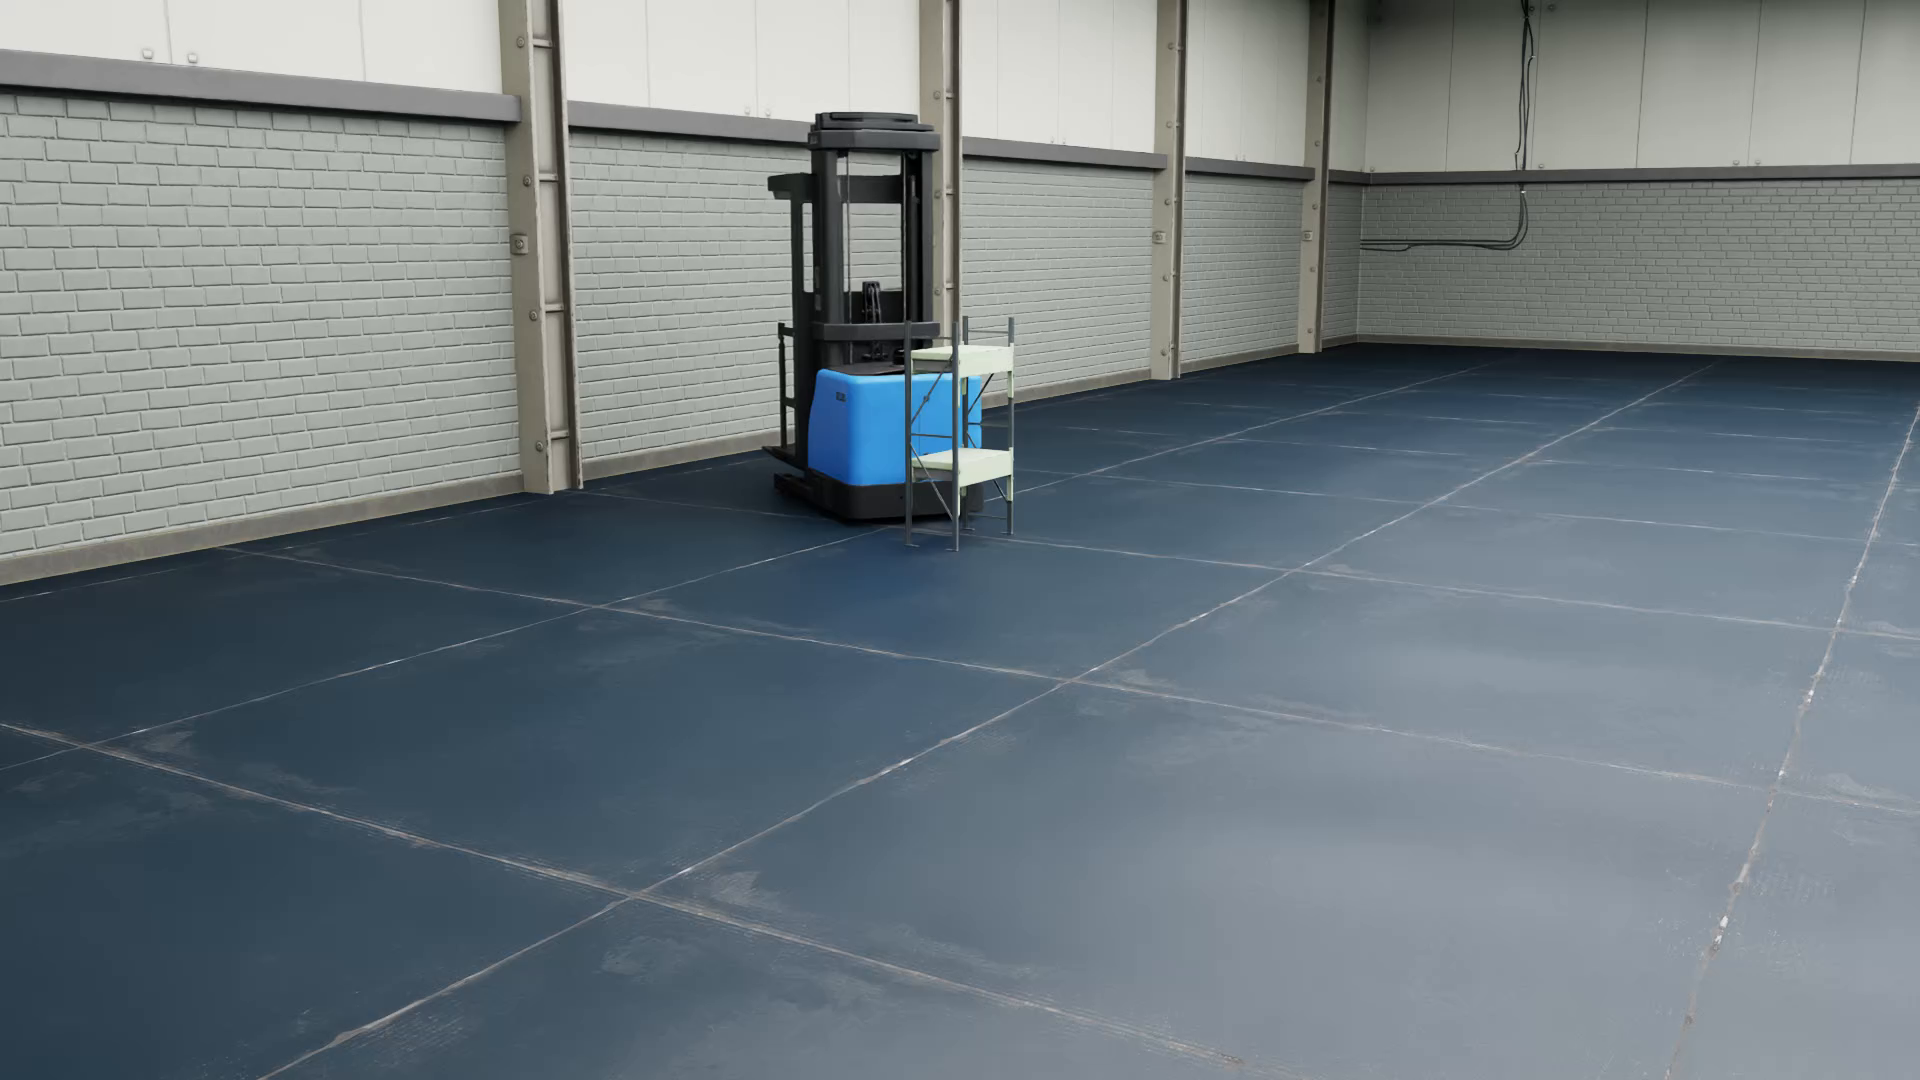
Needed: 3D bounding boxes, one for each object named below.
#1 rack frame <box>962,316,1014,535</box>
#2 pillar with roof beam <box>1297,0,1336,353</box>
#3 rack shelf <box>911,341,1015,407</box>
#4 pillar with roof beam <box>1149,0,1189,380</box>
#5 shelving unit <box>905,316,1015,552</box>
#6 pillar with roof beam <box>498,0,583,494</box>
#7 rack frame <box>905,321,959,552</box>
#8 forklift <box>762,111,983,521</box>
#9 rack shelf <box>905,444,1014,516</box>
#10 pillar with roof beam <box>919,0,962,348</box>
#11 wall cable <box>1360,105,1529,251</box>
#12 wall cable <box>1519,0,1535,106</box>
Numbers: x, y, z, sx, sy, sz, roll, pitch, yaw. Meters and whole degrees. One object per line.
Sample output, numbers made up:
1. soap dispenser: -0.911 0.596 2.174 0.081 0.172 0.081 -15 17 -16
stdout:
1. rack frame: 0.193 -0.796 11.544 0.400 1.500 0.023 6 12 31
2. pillar with roof beam: 9.703 -7.254 25.661 9.100 9.000 0.400 6 12 31
3. rack shelf: 0.003 -1.122 11.164 0.431 0.370 0.720 6 12 31
4. pillar with roof beam: 6.588 -6.310 20.621 9.100 9.000 0.400 6 12 31
5. shelving unit: 0.003 -0.738 11.236 0.431 1.500 0.755 6 12 31
6. pillar with roof beam: 0.357 -4.423 10.540 9.100 9.000 0.400 6 12 31
7. rack frame: -0.187 -0.681 10.929 0.400 1.500 0.023 6 12 31
8. forklift: -0.850 -1.805 13.046 1.130 2.935 3.031 -4 11 -22
9. rack shelf: 0.003 -0.418 11.296 0.431 0.370 0.720 6 12 31
10. pillar with roof beam: 3.473 -5.367 15.580 9.100 9.000 0.400 6 12 31
11. wall cable: 8.683 -6.476 29.944 3.097 2.526 0.112 6 12 31
12. wall cable: 10.995 -8.700 28.099 3.097 2.526 0.112 6 12 31
